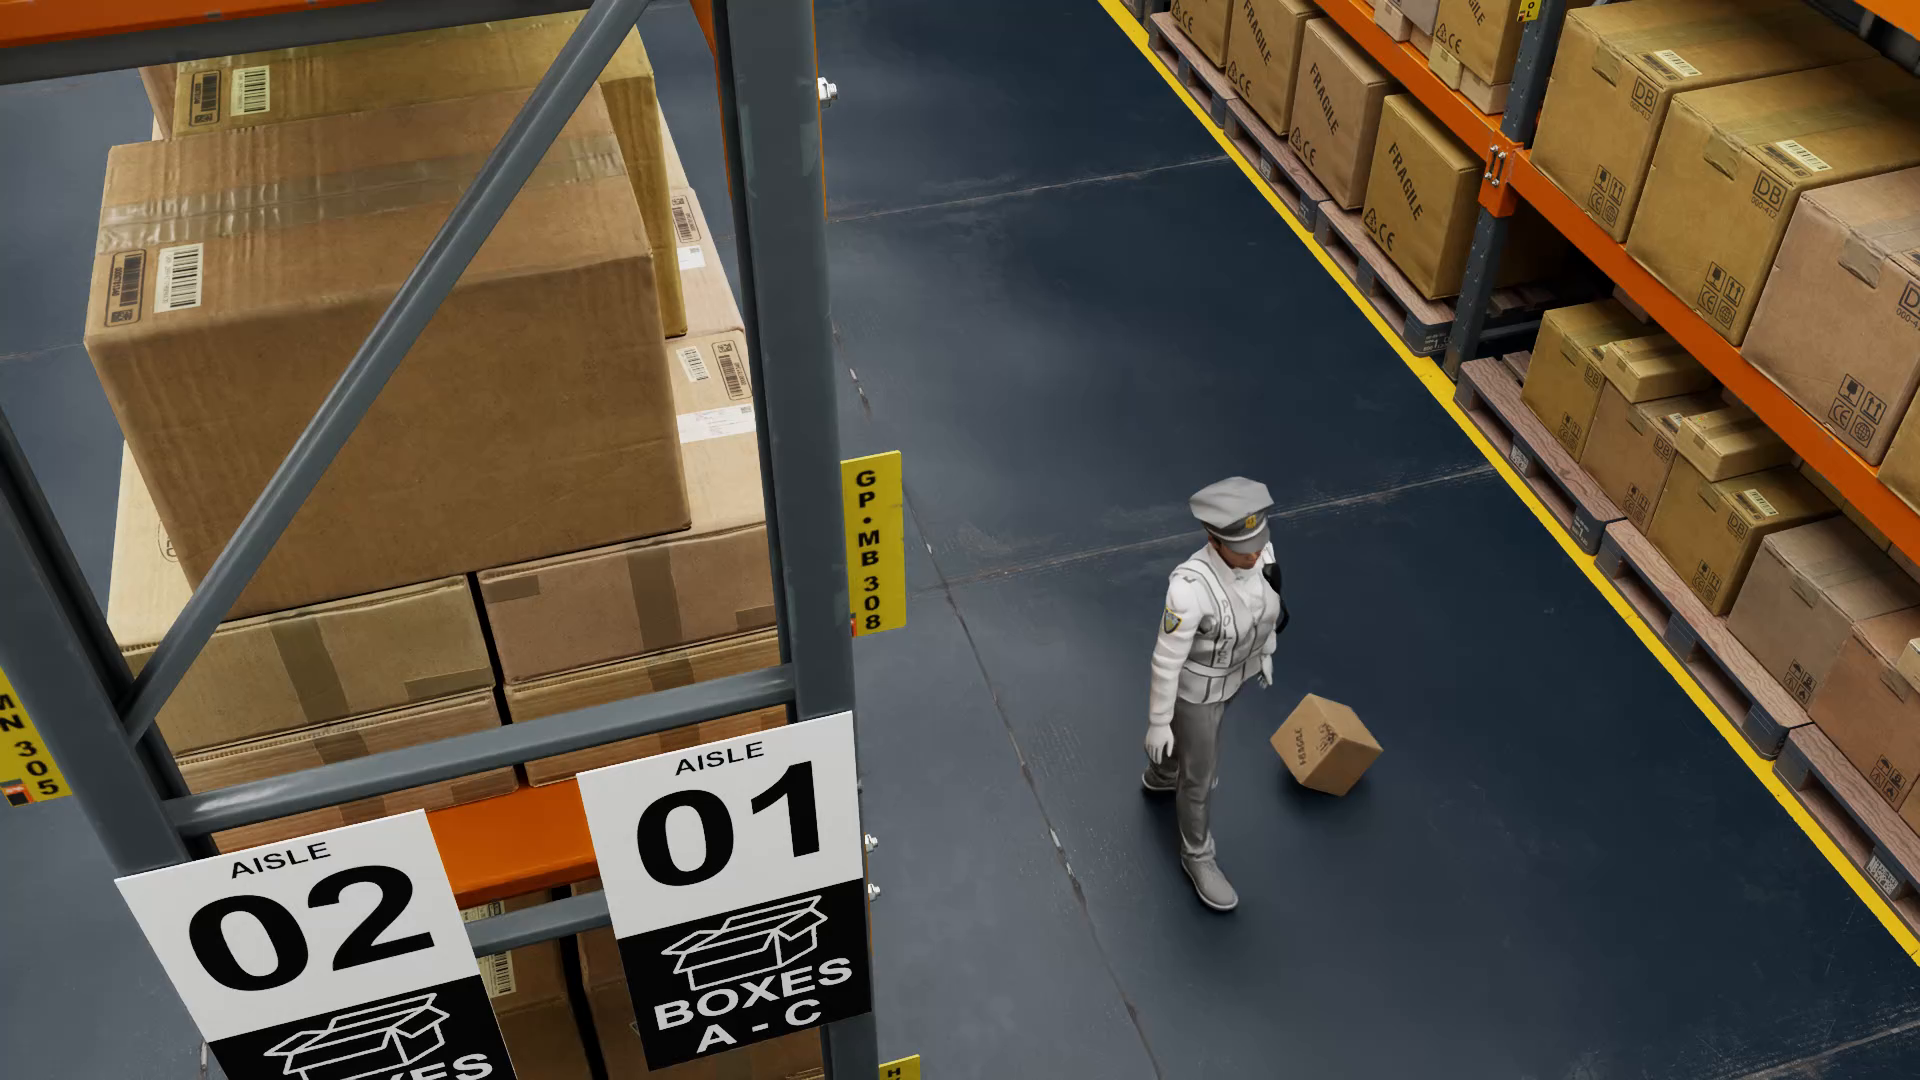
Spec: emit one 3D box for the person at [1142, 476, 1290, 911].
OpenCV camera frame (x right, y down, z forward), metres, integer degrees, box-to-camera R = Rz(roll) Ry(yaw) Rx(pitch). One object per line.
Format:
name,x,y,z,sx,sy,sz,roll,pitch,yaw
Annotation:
person,0.853,0.495,5.590,0.612,1.662,0.620,32,51,30
